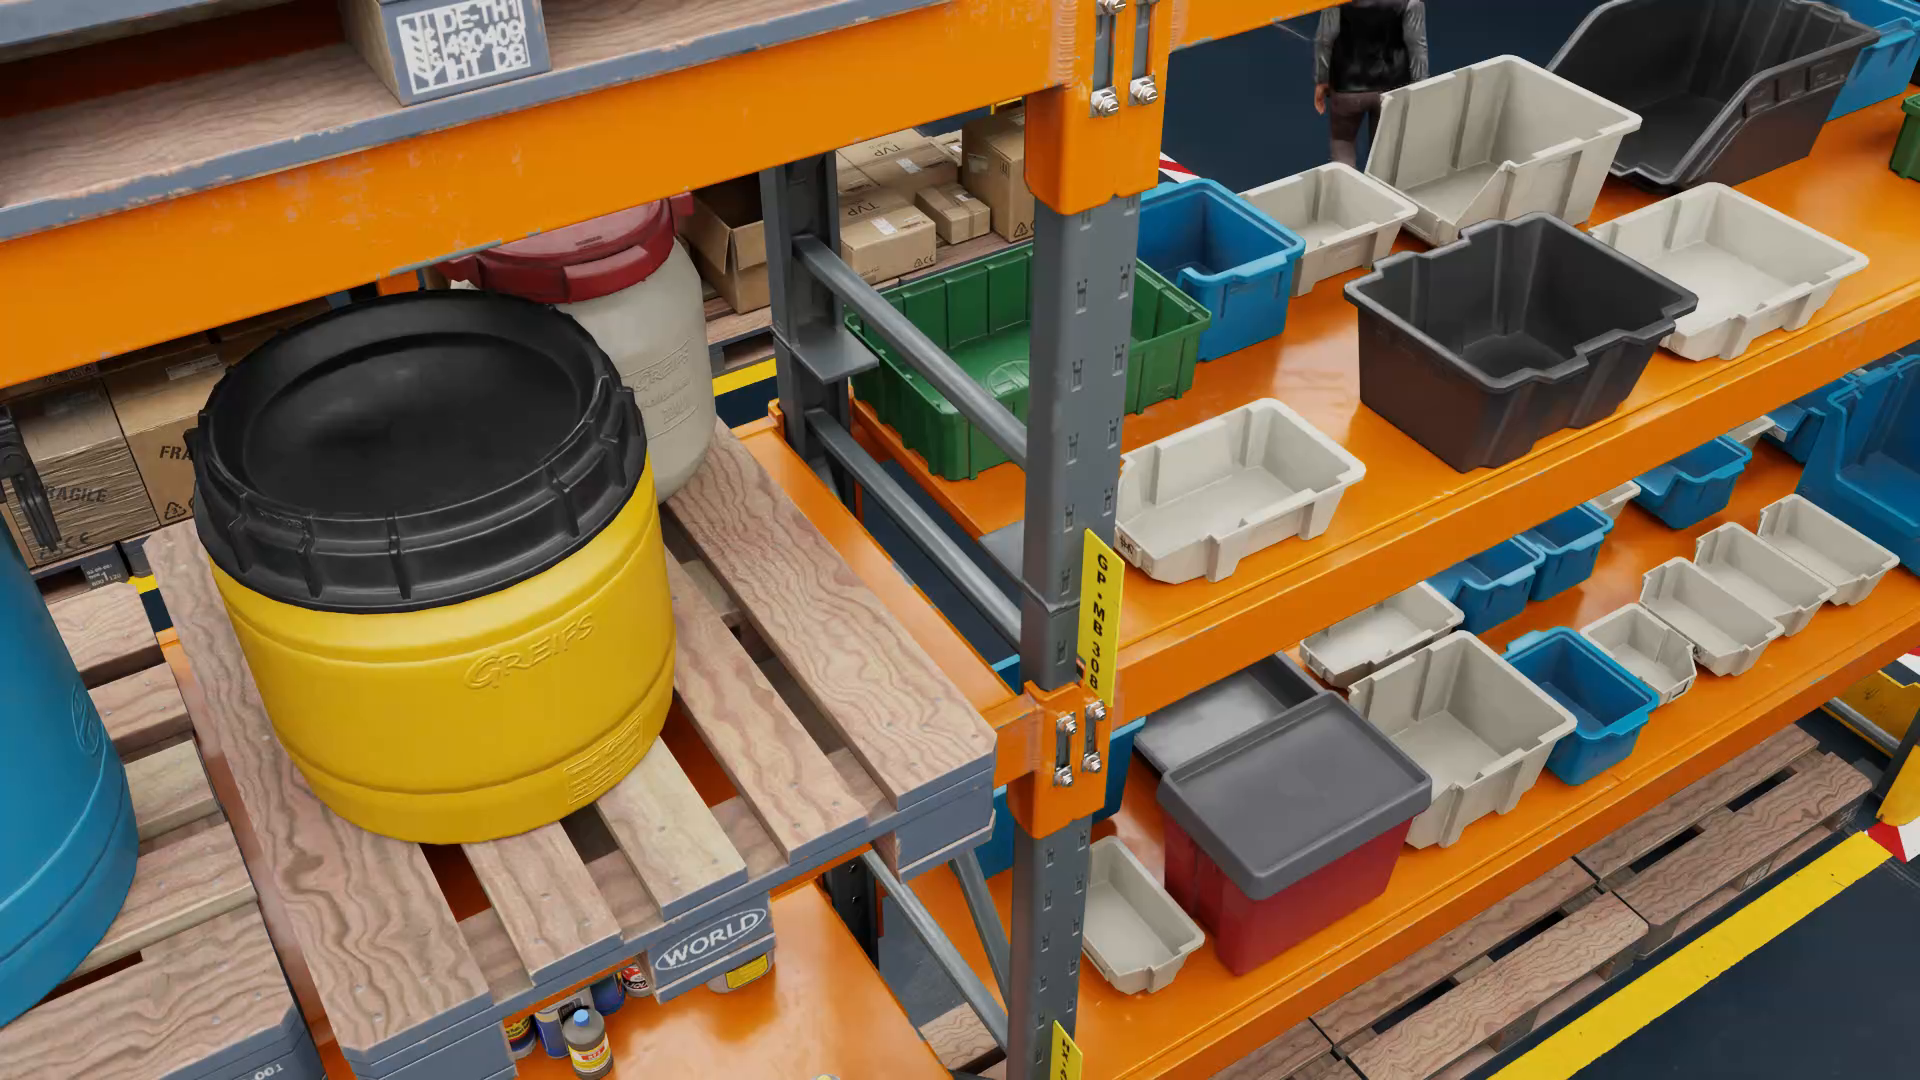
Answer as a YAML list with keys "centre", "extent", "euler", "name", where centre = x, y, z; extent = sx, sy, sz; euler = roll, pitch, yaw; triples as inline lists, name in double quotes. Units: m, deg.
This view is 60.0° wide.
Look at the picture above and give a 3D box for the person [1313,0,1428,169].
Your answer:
- centre: [2.209, -2.427, 9.002]
  extent: [0.652, 1.693, 0.540]
  euler: [10, 41, 11]
  name: "person"
